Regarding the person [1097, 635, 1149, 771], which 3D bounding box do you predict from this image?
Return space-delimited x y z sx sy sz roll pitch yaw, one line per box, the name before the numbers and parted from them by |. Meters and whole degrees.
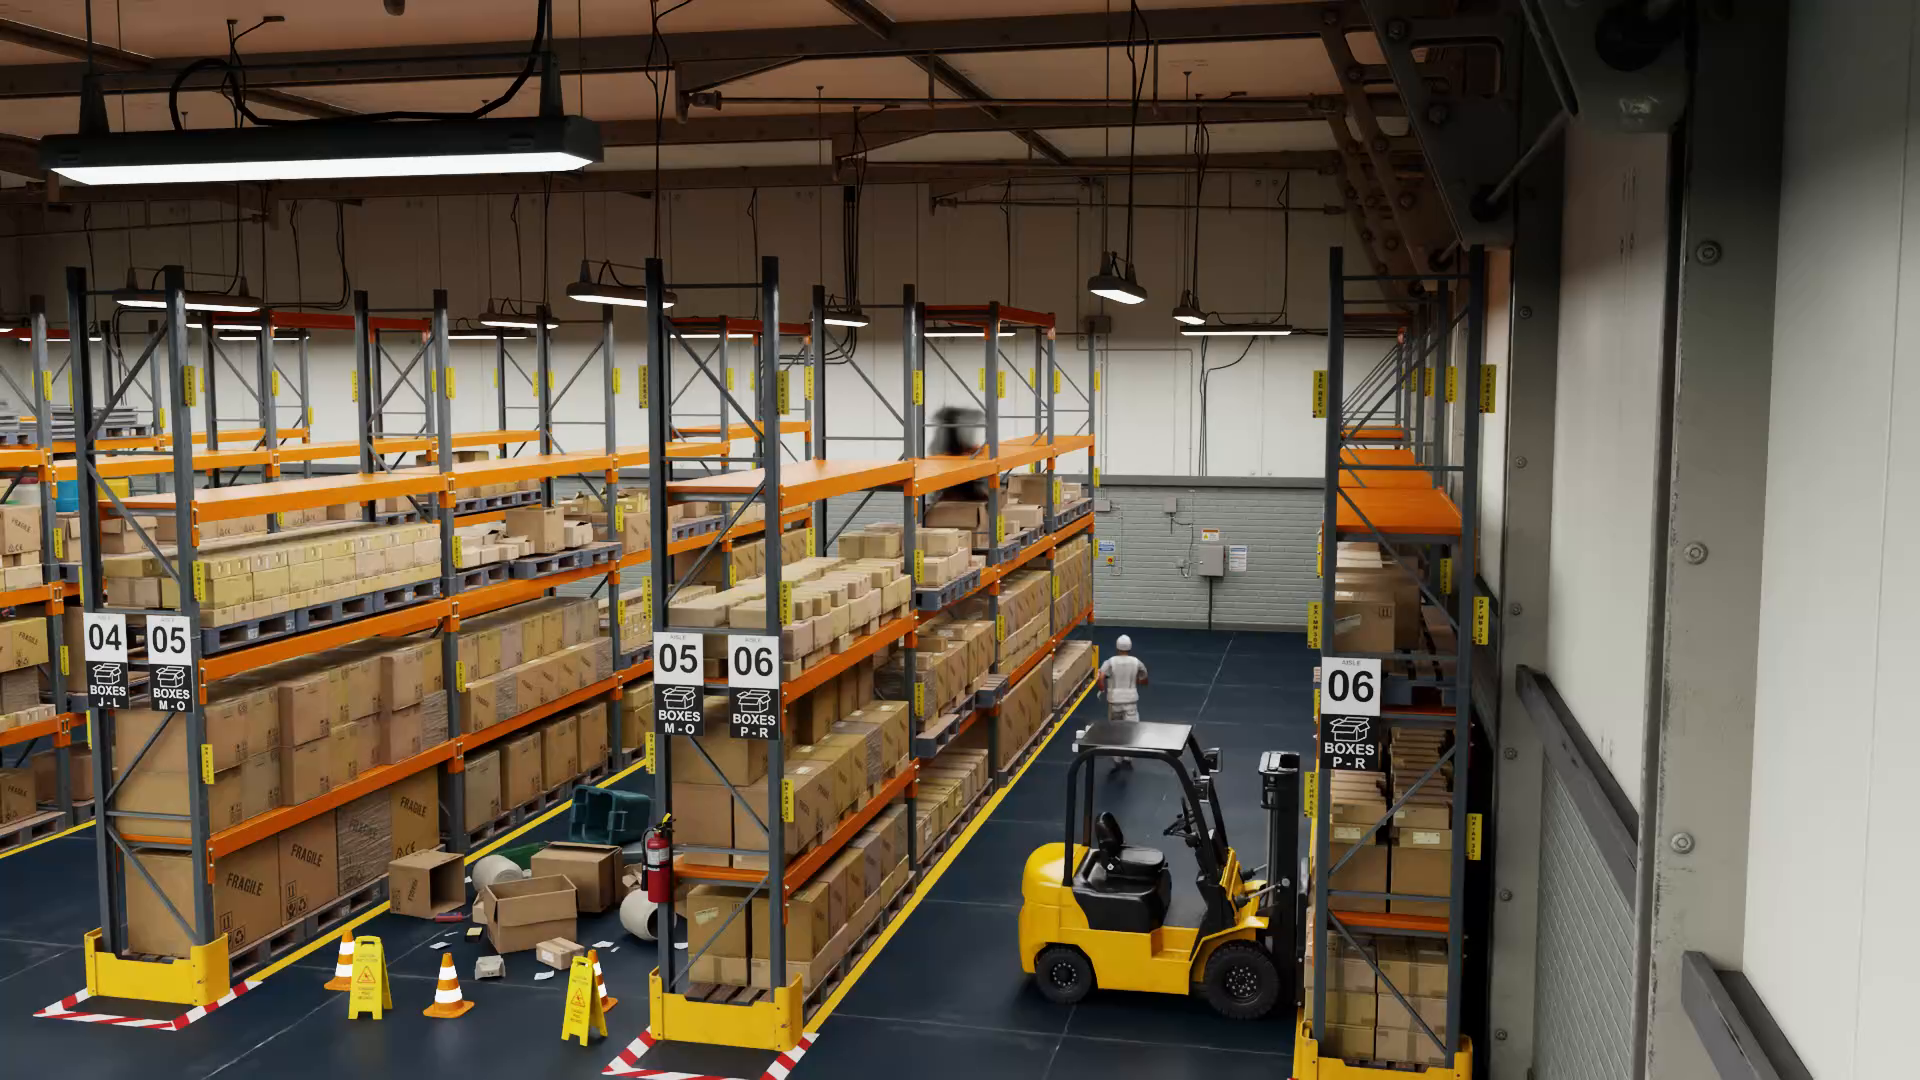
person | 2.098 2.093 21.415 0.657 1.763 1.000 1 6 8
